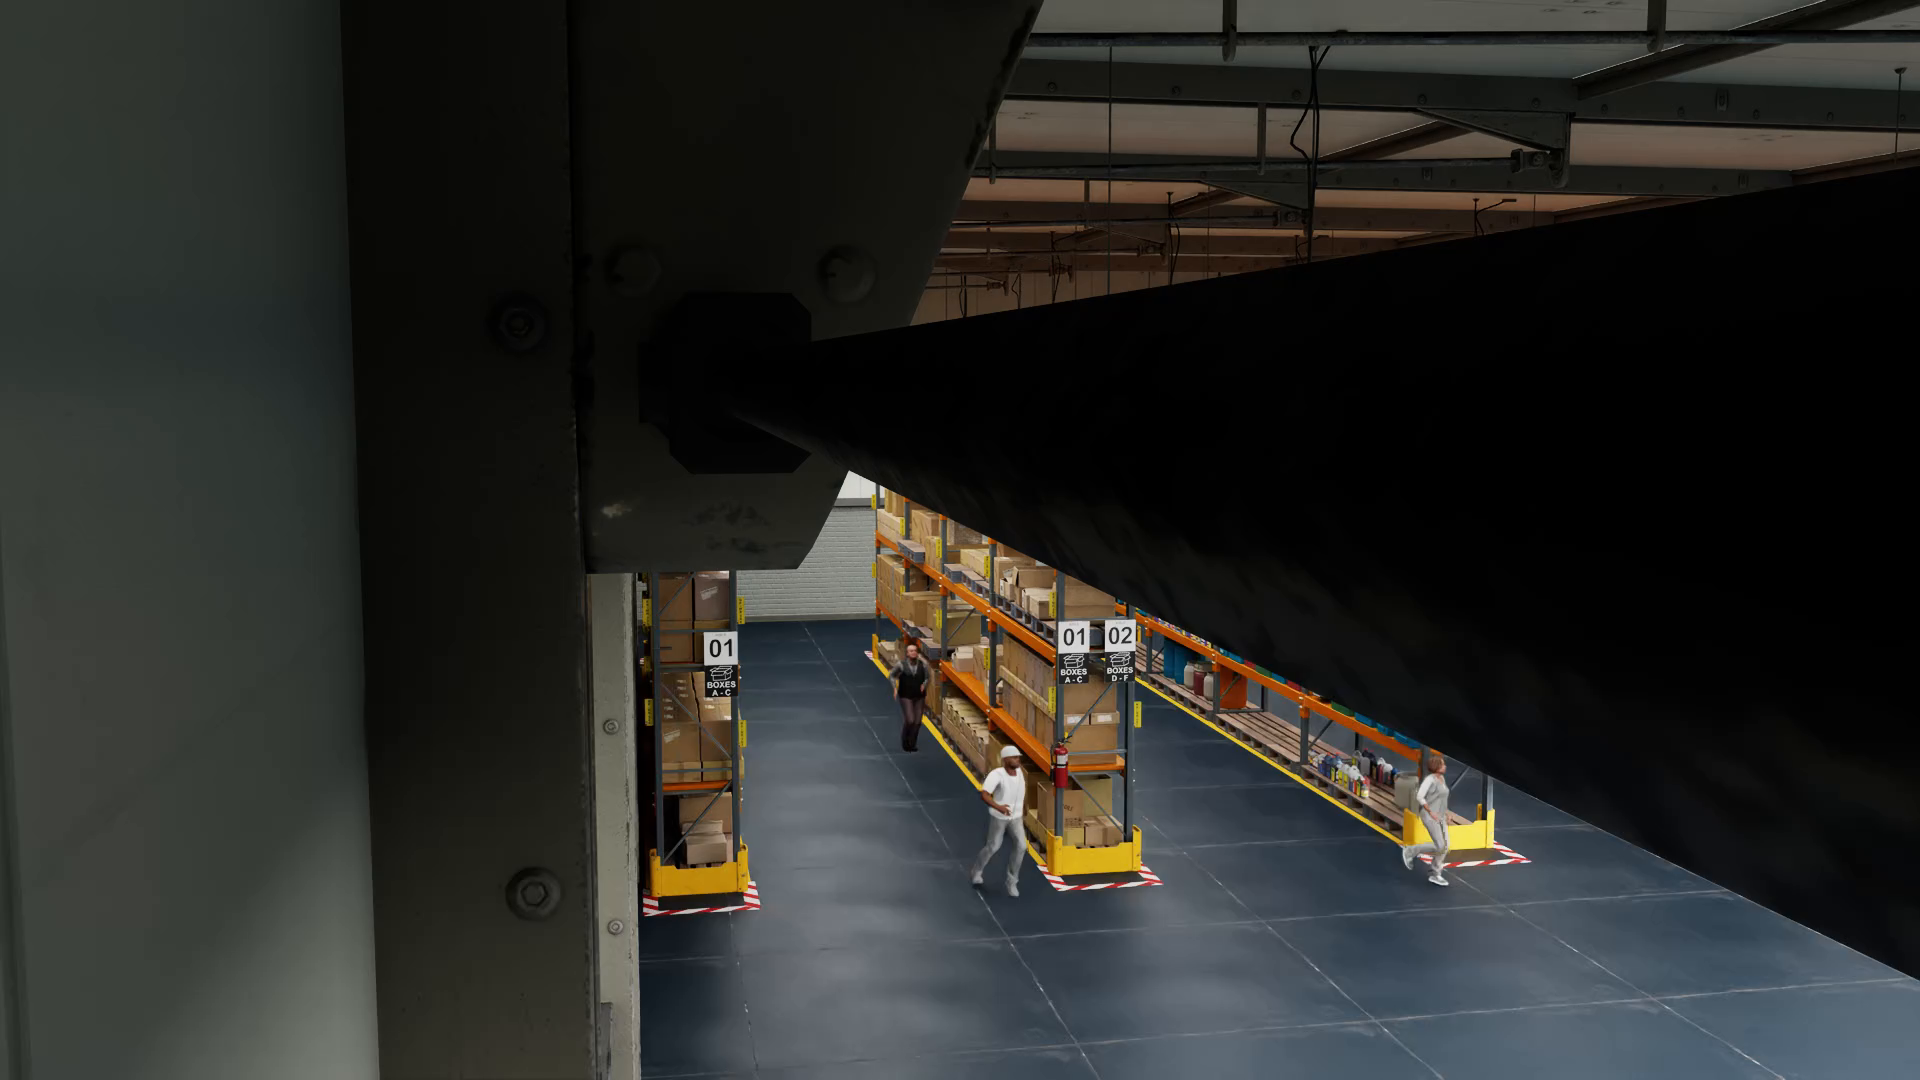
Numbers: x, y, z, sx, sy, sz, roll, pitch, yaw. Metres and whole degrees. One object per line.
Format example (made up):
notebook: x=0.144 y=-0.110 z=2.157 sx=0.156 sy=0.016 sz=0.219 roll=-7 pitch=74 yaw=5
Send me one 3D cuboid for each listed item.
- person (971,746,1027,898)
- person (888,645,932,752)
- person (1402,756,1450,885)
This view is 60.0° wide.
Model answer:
person: x=0.572 y=3.393 z=20.268 sx=0.759 sy=1.789 sz=0.753 roll=-4 pitch=7 yaw=-35
person: x=-0.749 y=2.510 z=26.203 sx=0.651 sy=1.703 sz=0.591 roll=-2 pitch=6 yaw=-18
person: x=5.878 y=3.451 z=20.666 sx=0.617 sy=1.527 sz=0.584 roll=5 pitch=7 yaw=38
